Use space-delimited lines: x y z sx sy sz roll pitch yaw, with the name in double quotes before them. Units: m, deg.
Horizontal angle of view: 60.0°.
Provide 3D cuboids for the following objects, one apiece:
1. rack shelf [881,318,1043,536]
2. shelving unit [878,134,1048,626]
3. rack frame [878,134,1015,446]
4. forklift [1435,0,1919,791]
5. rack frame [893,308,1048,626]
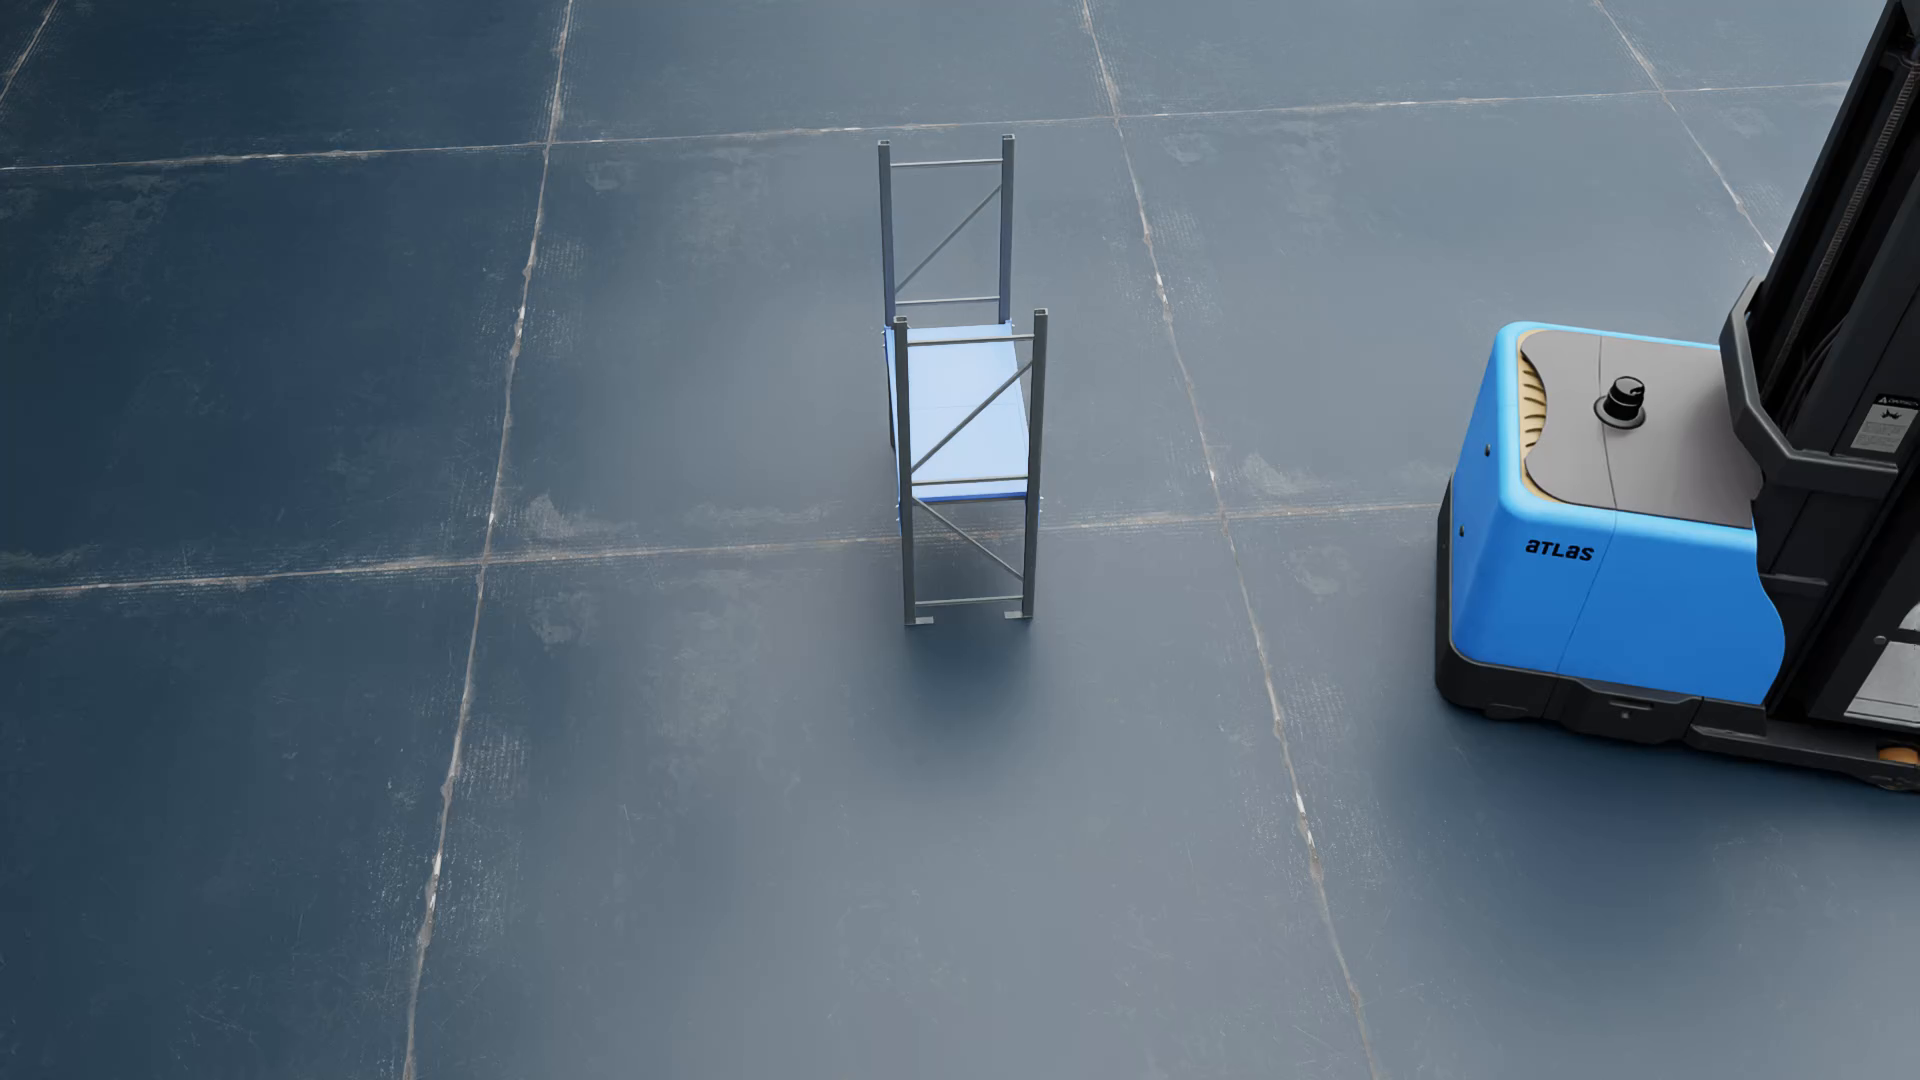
"rack shelf" -0.007 -0.454 6.395 0.538 0.185 1.000 -3 47 -3
"shelving unit" -0.007 -0.577 6.264 0.538 1.500 1.048 -3 47 -3
"rack frame" -0.050 -0.945 6.612 0.500 1.500 0.032 -3 47 -3
"forklift" 3.329 -0.515 5.219 3.031 2.935 1.130 9 47 8
"rack frame" 0.035 -0.210 5.916 0.500 1.500 0.032 -3 47 -3
